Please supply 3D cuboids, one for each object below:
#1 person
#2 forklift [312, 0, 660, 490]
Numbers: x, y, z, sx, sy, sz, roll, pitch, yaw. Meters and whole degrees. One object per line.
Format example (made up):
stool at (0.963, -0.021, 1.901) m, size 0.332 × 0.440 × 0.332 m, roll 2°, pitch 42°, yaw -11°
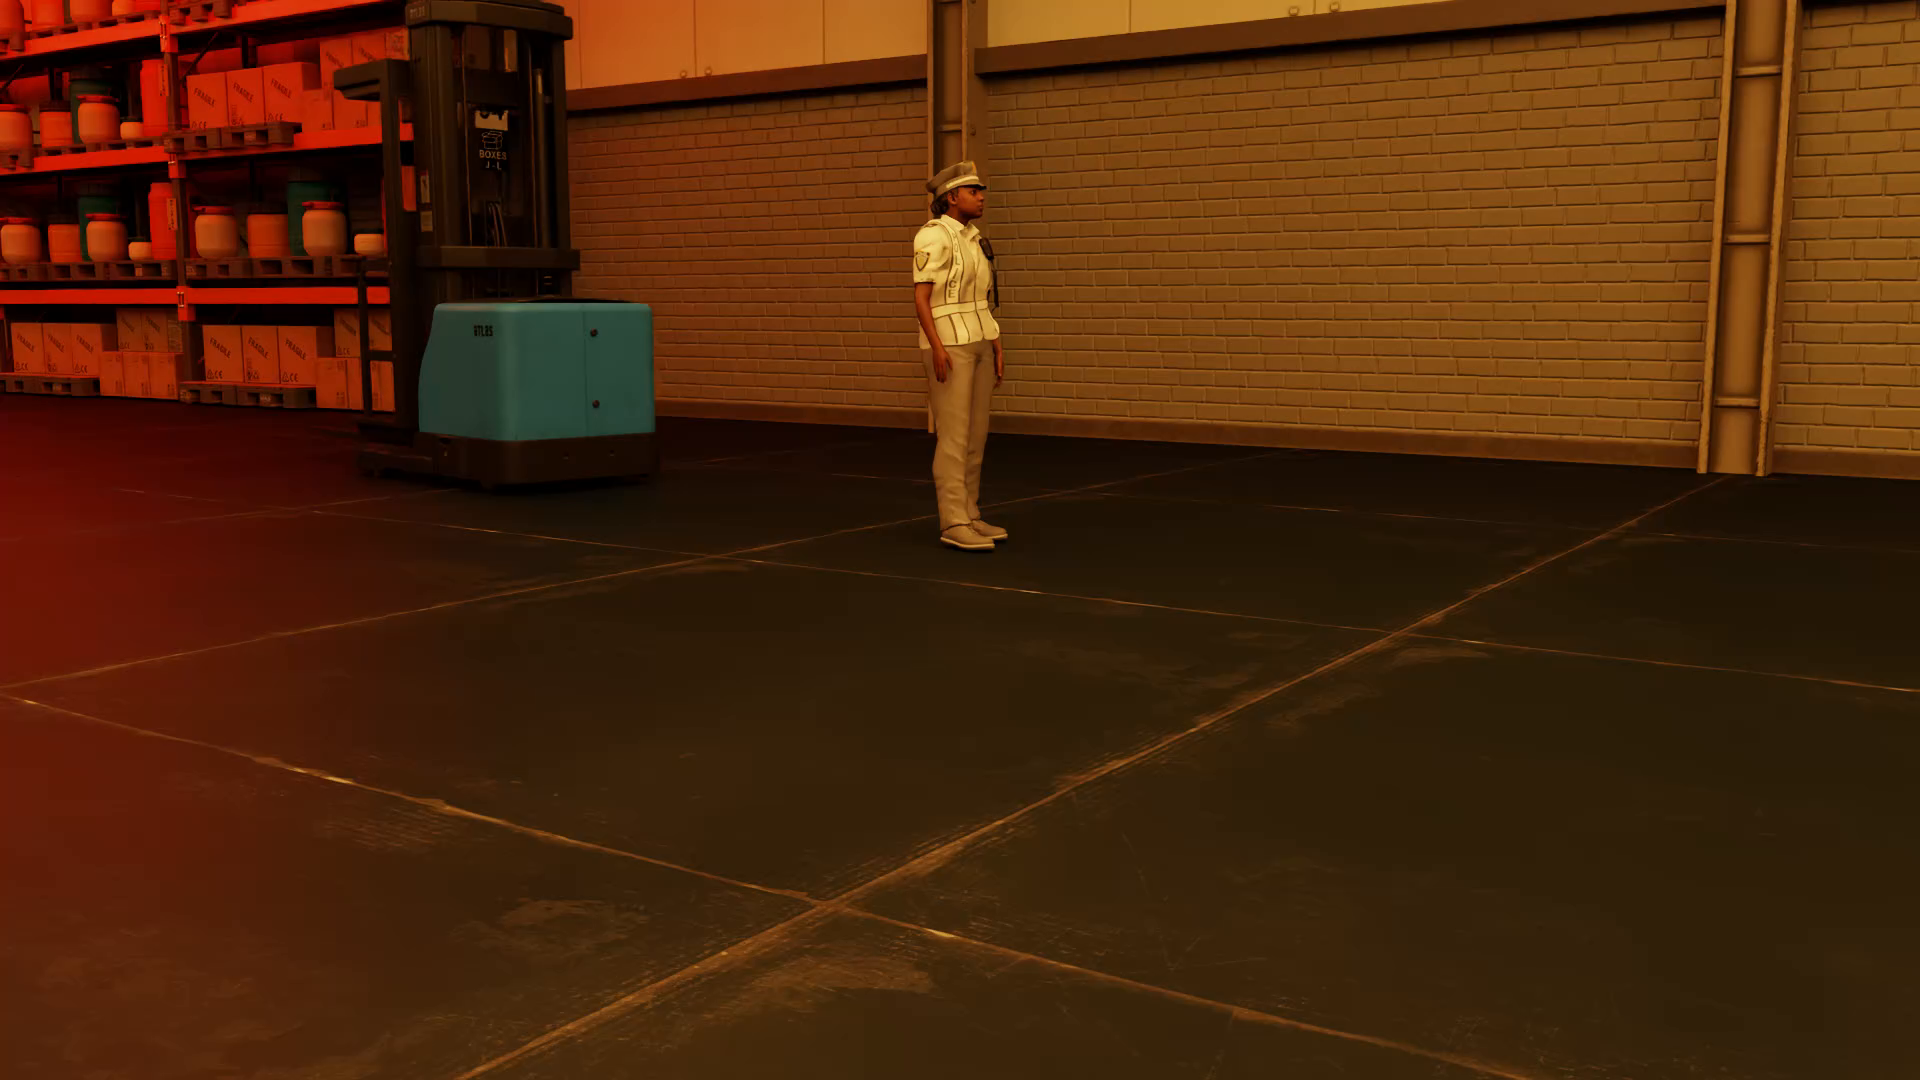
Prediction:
person at (0.051, -0.838, 7.426) m, size 0.530 × 1.694 × 0.569 m, roll 5°, pitch 10°, yaw 34°
forklift at (-3.187, -1.888, 10.472) m, size 1.130 × 2.935 × 3.031 m, roll -8°, pitch 11°, yaw -44°
